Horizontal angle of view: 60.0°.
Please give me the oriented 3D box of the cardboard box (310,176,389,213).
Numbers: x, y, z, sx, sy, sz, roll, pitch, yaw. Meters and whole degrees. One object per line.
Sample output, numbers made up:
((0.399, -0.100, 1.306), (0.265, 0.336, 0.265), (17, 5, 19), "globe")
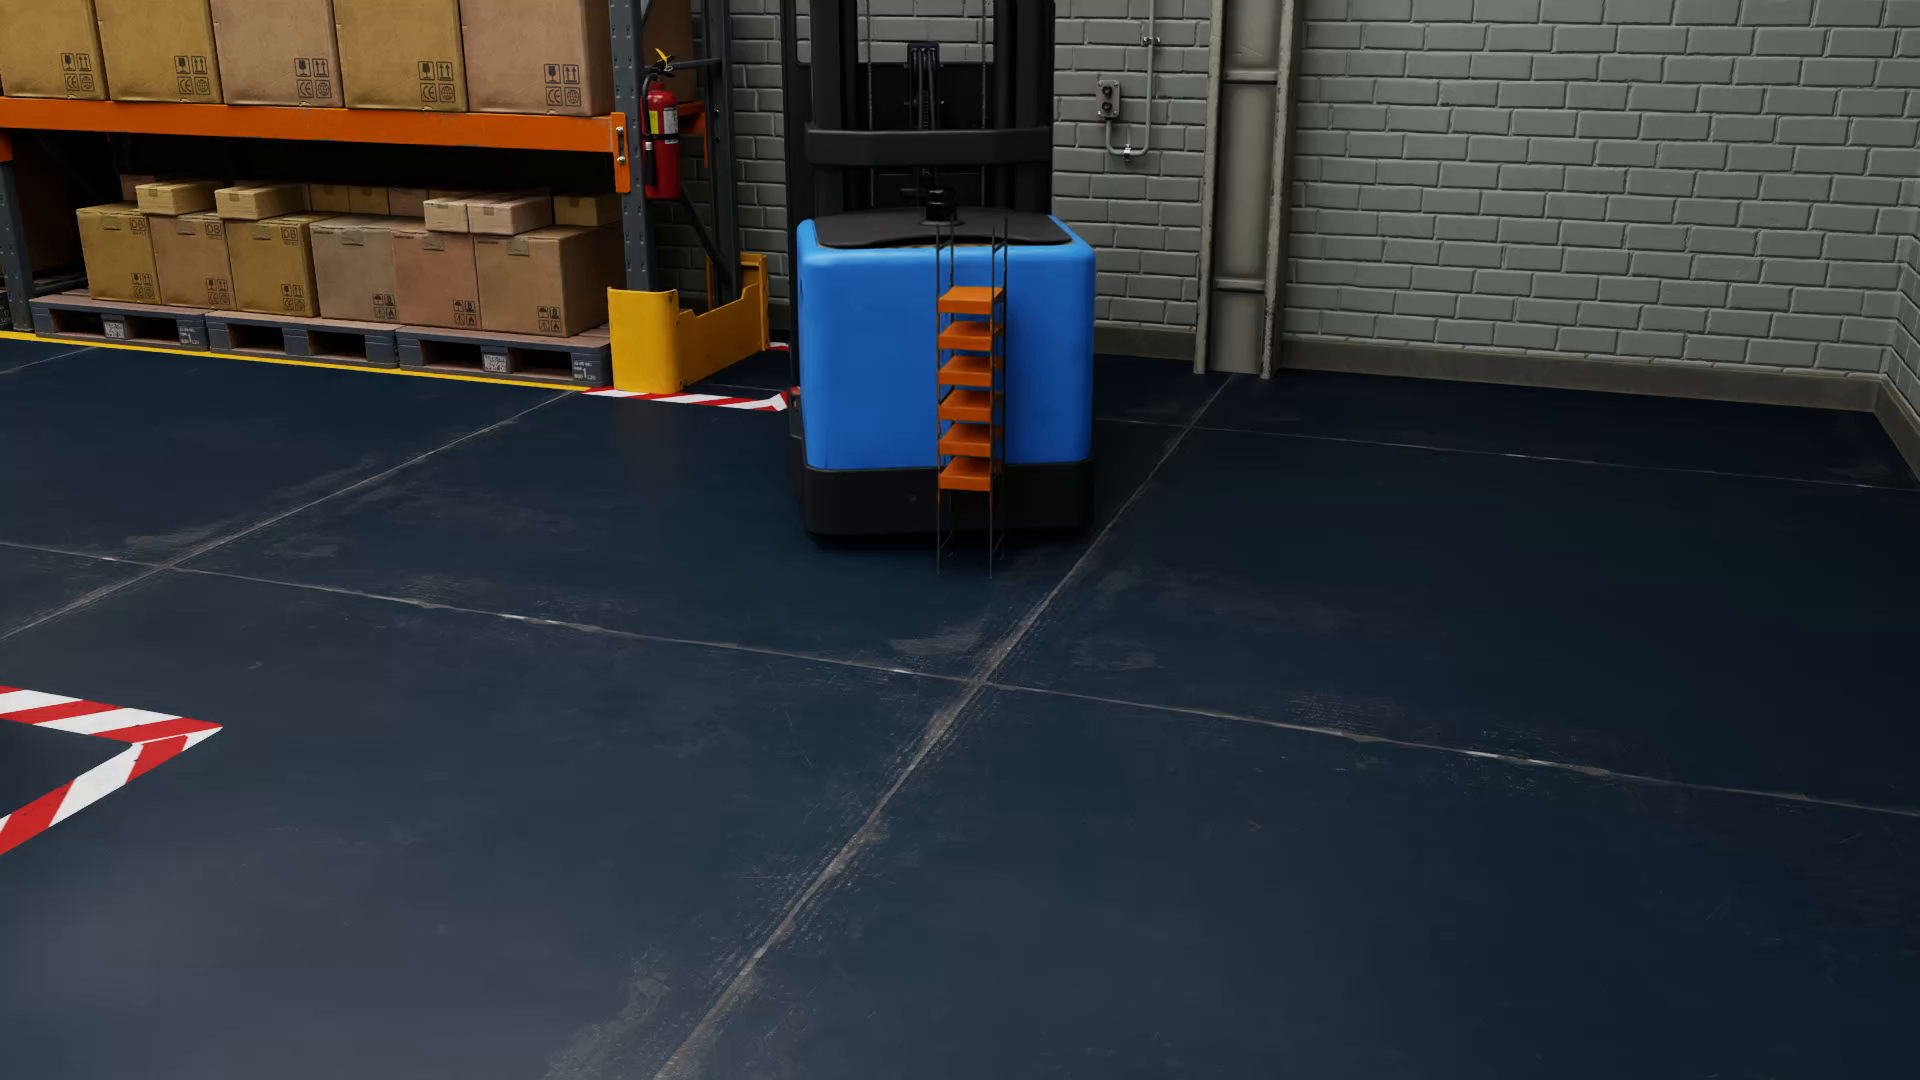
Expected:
((-3.347, -1.903, 9.154), (0.250, 0.149, 0.380), (6, 20, 17), "cardboard box")

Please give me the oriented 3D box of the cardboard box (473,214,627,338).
((-2.093, -1.384, 8.650), (0.500, 0.500, 0.700), (7, 20, 18), "cardboard box")

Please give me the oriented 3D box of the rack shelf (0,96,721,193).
((-3.289, -2.198, 8.919), (4.000, 0.370, 1.077), (7, 20, 18), "rack shelf")

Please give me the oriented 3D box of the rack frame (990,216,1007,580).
((0.130, -0.470, 5.601), (0.006, 1.200, 0.240), (4, 20, 11), "rack frame")

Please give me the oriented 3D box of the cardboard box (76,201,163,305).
((-4.505, -1.659, 9.439), (0.500, 0.500, 0.700), (7, 20, 19), "cardboard box")

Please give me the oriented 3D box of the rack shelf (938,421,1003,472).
((0.040, -0.321, 5.673), (0.180, 0.103, 0.258), (4, 20, 11), "rack shelf")

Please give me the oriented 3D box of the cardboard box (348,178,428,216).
((-3.108, -1.876, 9.075), (0.250, 0.149, 0.380), (7, 20, 19), "cardboard box")

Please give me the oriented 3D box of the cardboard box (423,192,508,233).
((-2.516, -1.675, 8.499), (0.250, 0.149, 0.380), (7, 20, 20), "cardboard box")

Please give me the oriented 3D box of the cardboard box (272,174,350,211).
((-3.591, -1.931, 9.233), (0.250, 0.149, 0.380), (7, 20, 19), "cardboard box")

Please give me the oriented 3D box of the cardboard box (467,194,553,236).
((-2.274, -1.648, 8.421), (0.250, 0.149, 0.380), (6, 20, 17), "cardboard box")

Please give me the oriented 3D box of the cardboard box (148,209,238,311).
((-4.032, -1.604, 9.280), (0.500, 0.500, 0.700), (6, 20, 18), "cardboard box")

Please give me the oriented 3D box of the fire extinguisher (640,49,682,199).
((-1.408, -1.950, 7.796), (0.183, 0.674, 0.296), (7, 20, 18), "fire extinguisher")

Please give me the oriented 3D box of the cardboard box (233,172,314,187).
((-3.829, -1.959, 9.312), (0.250, 0.149, 0.380), (6, 20, 16), "cardboard box")

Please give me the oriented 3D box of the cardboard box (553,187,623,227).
((-1.910, -1.739, 8.683), (0.250, 0.149, 0.380), (7, 20, 18), "cardboard box")

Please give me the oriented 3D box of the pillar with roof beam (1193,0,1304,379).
((0.022, -3.794, 3.288), (0.400, 9.000, 9.100), (7, 20, 18), "pillar with roof beam")

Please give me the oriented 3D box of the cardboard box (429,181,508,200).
((-2.625, -1.821, 8.918), (0.250, 0.149, 0.380), (7, 20, 19), "cardboard box")

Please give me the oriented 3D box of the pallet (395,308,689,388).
((-2.180, -1.067, 8.817), (1.213, 0.211, 1.003), (7, 20, 18), "pallet")

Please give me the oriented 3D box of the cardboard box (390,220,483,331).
((-2.566, -1.438, 8.805), (0.500, 0.500, 0.700), (6, 20, 18), "cardboard box")

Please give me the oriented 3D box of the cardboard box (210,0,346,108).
((-3.292, -2.676, 8.740), (0.700, 0.700, 0.980), (6, 20, 15), "cardboard box")

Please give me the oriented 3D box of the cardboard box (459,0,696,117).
((-1.884, -2.516, 8.280), (0.700, 0.700, 0.980), (7, 21, 21), "cardboard box")

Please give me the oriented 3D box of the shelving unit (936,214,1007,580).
((0.040, -0.476, 5.619), (0.189, 1.200, 0.258), (4, 20, 11), "shelving unit")

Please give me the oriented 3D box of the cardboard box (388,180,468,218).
((-2.865, -1.848, 8.996), (0.250, 0.149, 0.380), (7, 20, 19), "cardboard box")

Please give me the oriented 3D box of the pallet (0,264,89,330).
((-5.931, -1.497, 10.051), (1.213, 0.211, 1.003), (7, 20, 18), "pallet")

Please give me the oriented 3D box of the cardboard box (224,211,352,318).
((-3.547, -1.548, 9.119), (0.500, 0.500, 0.700), (7, 20, 19), "cardboard box")

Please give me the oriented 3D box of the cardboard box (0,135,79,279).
((-5.834, -1.967, 9.790), (0.750, 0.750, 0.750), (7, 20, 19), "cardboard box")

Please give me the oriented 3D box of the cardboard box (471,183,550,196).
((-2.388, -1.794, 8.840), (0.250, 0.149, 0.380), (7, 20, 18), "cardboard box")

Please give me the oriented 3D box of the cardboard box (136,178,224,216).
((-4.241, -1.872, 9.063), (0.250, 0.149, 0.380), (7, 20, 20), "cardboard box")

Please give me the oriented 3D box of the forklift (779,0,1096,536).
((-0.197, -1.842, 6.908), (1.130, 2.935, 3.031), (-2, 19, -6), "forklift")

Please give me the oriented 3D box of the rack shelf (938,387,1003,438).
((0.040, -0.434, 5.633), (0.180, 0.103, 0.258), (4, 20, 11), "rack shelf")

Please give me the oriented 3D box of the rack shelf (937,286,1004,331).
((0.040, -0.774, 5.515), (0.180, 0.103, 0.258), (4, 20, 11), "rack shelf")

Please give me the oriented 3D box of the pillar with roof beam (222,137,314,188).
((-5.645, -4.442, 5.147), (0.400, 9.000, 9.100), (7, 20, 18), "pillar with roof beam")

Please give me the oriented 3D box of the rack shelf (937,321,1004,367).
((0.040, -0.661, 5.554), (0.180, 0.103, 0.258), (4, 20, 11), "rack shelf")

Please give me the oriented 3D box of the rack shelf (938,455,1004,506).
((0.040, -0.207, 5.712), (0.180, 0.103, 0.258), (4, 20, 11), "rack shelf")

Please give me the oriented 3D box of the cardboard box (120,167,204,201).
((-4.577, -2.043, 9.554), (0.250, 0.149, 0.380), (6, 20, 18), "cardboard box")

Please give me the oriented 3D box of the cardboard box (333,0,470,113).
((-2.575, -2.591, 8.496), (0.700, 0.700, 0.980), (6, 20, 18), "cardboard box")

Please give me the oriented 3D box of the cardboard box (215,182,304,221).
((-3.748, -1.816, 8.902), (0.250, 0.149, 0.380), (6, 20, 17), "cardboard box")

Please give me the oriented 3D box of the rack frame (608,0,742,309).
((-1.399, -2.322, 8.180), (0.127, 3.000, 1.000), (7, 20, 18), "rack frame")

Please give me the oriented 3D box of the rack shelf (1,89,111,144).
((-7.067, -2.630, 10.158), (4.000, 0.370, 1.077), (7, 20, 18), "rack shelf")

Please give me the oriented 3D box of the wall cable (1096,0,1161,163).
((0.121, -2.958, 8.460), (1.851, 1.984, 0.084), (7, 20, 18), "wall cable")

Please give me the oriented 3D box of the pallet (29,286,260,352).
((-4.485, -1.331, 9.574), (1.213, 0.211, 1.003), (7, 20, 18), "pallet")

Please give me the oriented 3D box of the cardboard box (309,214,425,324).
((-3.041, -1.493, 8.961), (0.500, 0.500, 0.700), (6, 20, 16), "cardboard box")

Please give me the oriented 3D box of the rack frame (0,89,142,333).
((-5.178, -2.754, 9.420), (0.127, 3.000, 1.000), (7, 20, 18), "rack frame")

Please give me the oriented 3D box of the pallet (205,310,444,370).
((-3.329, -1.200, 9.197), (1.213, 0.211, 1.003), (7, 20, 18), "pallet")

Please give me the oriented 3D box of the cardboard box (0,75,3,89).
((-5.590, -2.593, 9.310), (0.250, 0.149, 0.380), (7, 20, 19), "cardboard box")

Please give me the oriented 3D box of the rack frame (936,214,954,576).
((-0.049, -0.482, 5.637), (0.006, 1.200, 0.240), (4, 20, 11), "rack frame")

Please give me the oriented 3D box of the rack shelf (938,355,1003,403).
((0.040, -0.547, 5.594), (0.180, 0.103, 0.258), (4, 20, 11), "rack shelf")

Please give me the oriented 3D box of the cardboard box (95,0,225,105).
((-3.983, -2.751, 8.957), (0.700, 0.700, 0.980), (6, 20, 17), "cardboard box")

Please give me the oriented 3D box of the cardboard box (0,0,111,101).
((-4.671, -2.832, 9.188), (0.700, 0.700, 0.980), (7, 20, 19), "cardboard box")

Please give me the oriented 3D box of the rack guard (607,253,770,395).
((-1.377, -1.139, 8.584), (0.348, 0.500, 1.175), (7, 20, 18), "rack guard")
